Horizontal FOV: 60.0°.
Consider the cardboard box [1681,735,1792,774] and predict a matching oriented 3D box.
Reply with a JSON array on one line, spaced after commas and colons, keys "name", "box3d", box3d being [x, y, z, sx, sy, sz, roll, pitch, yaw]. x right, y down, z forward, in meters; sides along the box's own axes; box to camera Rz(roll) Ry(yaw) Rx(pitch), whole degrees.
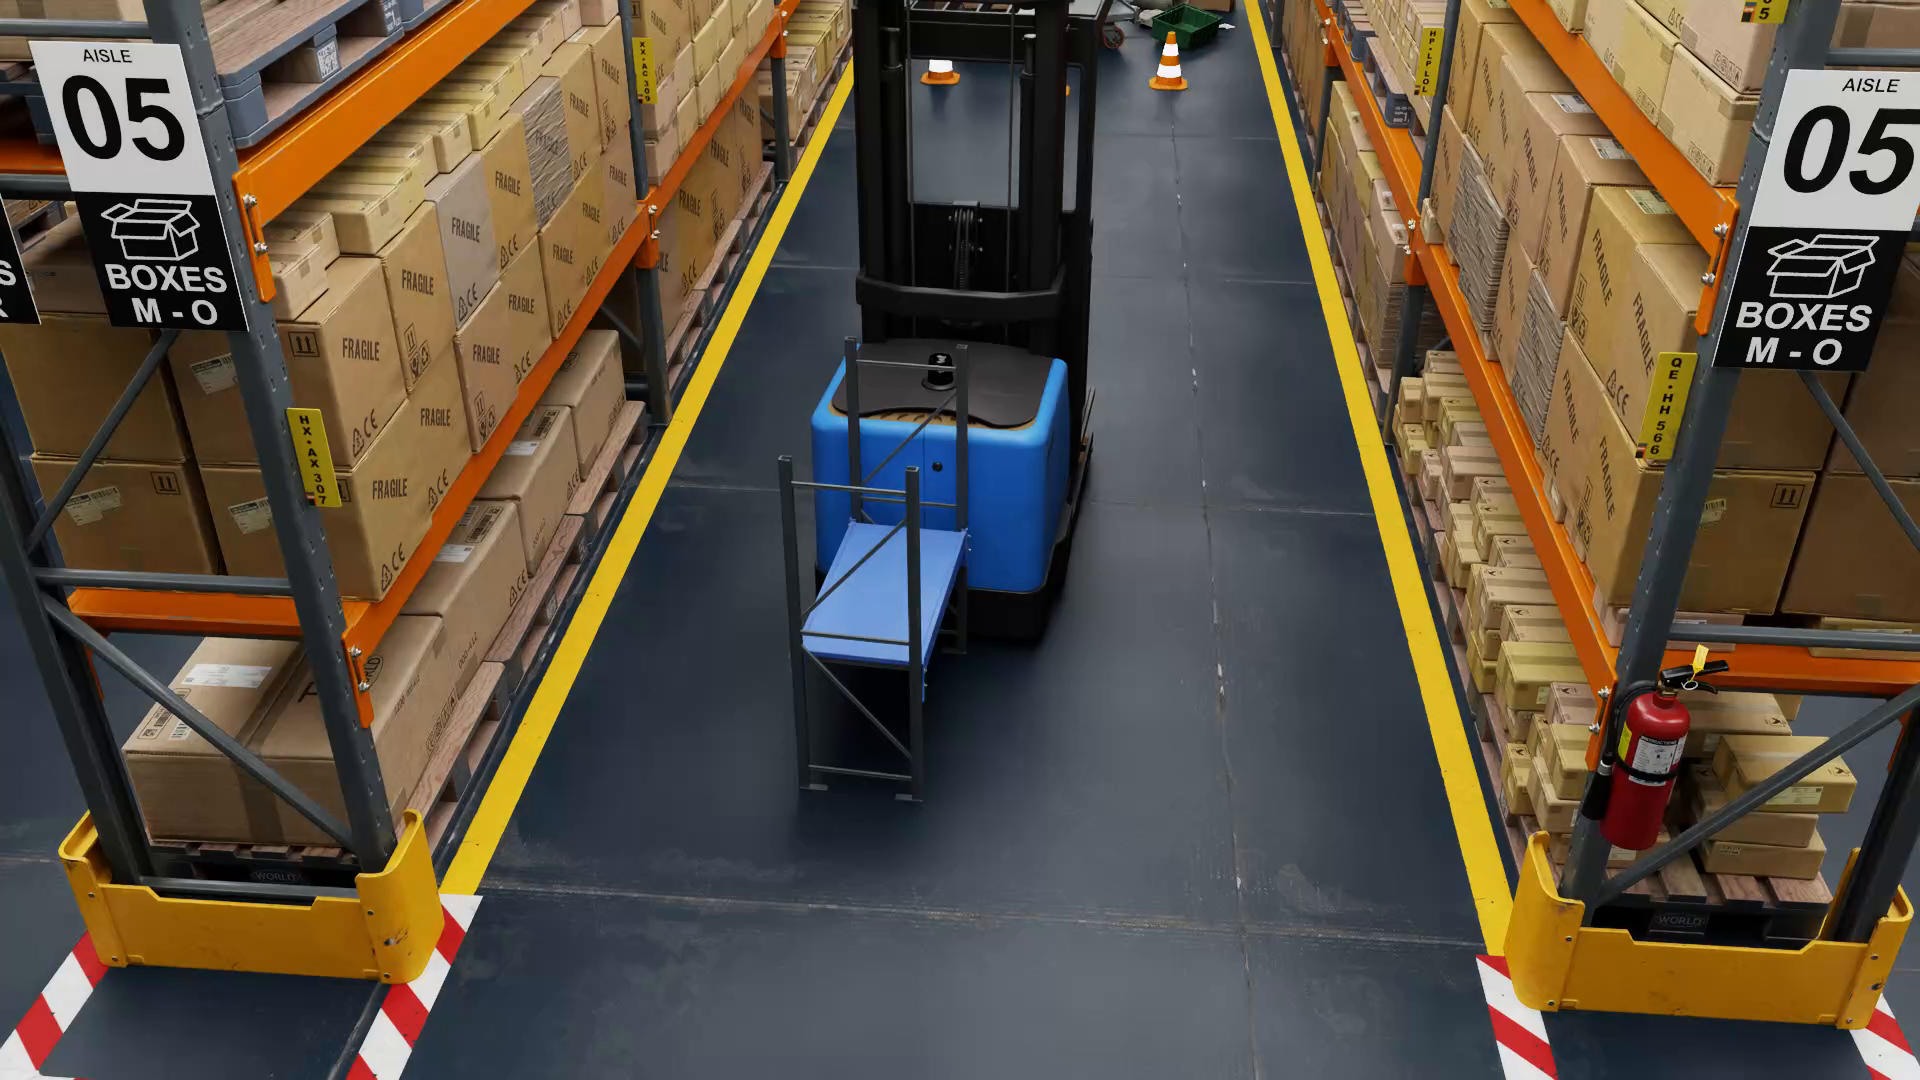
[{"name": "cardboard box", "box3d": [2.872, 0.799, 6.127, 0.380, 0.149, 0.250, 2, 32, 4]}]

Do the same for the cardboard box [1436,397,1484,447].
[{"name": "cardboard box", "box3d": [2.533, -0.568, 8.062, 0.380, 0.149, 0.250, 2, 32, 3]}]

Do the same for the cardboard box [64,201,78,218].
[{"name": "cardboard box", "box3d": [-2.683, -1.076, 5.471, 0.380, 0.149, 0.250, 2, 32, 4]}]

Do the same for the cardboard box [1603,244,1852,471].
[{"name": "cardboard box", "box3d": [2.285, -0.550, 4.951, 0.500, 0.500, 0.500, 2, 32, 3]}]

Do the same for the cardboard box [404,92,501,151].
[{"name": "cardboard box", "box3d": [-1.974, -1.591, 6.306, 0.380, 0.149, 0.250, 2, 32, 3]}]

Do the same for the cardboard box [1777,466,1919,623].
[{"name": "cardboard box", "box3d": [2.807, -0.097, 5.170, 0.500, 0.500, 0.500, 4, 32, 6]}]

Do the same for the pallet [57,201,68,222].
[{"name": "pallet", "box3d": [-6.841, -2.681, 12.399, 1.003, 0.211, 1.213, 2, 32, 4]}]

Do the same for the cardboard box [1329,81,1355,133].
[{"name": "cardboard box", "box3d": [2.849, -2.972, 11.481, 0.500, 0.250, 0.500, 1, 32, 2]}]

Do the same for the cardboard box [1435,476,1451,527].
[{"name": "cardboard box", "box3d": [2.510, -0.179, 7.998, 0.380, 0.149, 0.250, 2, 32, 3]}]

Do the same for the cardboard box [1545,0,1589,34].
[{"name": "cardboard box", "box3d": [2.380, -1.972, 5.875, 0.500, 0.250, 0.500, 4, 32, 6]}]

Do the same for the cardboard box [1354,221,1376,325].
[{"name": "cardboard box", "box3d": [2.672, -1.577, 9.933, 0.500, 0.500, 0.500, 2, 32, 3]}]

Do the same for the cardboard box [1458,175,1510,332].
[{"name": "cardboard box", "box3d": [2.419, -1.197, 6.954, 0.500, 0.500, 0.500, 2, 32, 3]}]

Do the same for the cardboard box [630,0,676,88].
[{"name": "cardboard box", "box3d": [-1.799, -2.641, 8.628, 0.500, 0.500, 0.500, 3, 32, 5]}]

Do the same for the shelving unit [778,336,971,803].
[{"name": "shelving unit", "box3d": [-0.304, 0.107, 6.647, 0.538, 1.500, 1.048, 5, 32, 8]}]

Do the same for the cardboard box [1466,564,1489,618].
[{"name": "cardboard box", "box3d": [2.363, 0.239, 7.037, 0.380, 0.149, 0.250, 4, 32, 6]}]

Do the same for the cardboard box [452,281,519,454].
[{"name": "cardboard box", "box3d": [-2.049, -0.676, 6.392, 0.500, 0.500, 0.500, 2, 32, 4]}]

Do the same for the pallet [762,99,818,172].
[{"name": "pallet", "box3d": [-1.730, -3.268, 13.352, 1.003, 0.211, 1.213, 2, 32, 4]}]

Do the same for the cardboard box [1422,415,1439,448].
[{"name": "cardboard box", "box3d": [2.541, -0.576, 8.360, 0.380, 0.149, 0.250, 3, 32, 4]}]

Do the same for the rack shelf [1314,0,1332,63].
[{"name": "rack shelf", "box3d": [3.309, -4.628, 13.586, 1.077, 0.370, 4.000, 2, 32, 4]}]

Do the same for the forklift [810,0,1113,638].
[{"name": "forklift", "box3d": [0.108, -1.570, 8.003, 1.130, 2.935, 3.031, 5, 32, 8]}]

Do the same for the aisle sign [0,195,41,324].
[{"name": "aisle sign", "box3d": [-2.761, -0.946, 4.448, 0.394, 0.787, 0.004, 2, 32, 4]}]

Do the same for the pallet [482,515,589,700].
[{"name": "pallet", "box3d": [-2.358, 0.266, 7.617, 1.003, 0.211, 1.213, 2, 32, 4]}]

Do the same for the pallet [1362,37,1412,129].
[{"name": "pallet", "box3d": [3.026, -2.770, 10.068, 1.003, 0.211, 1.213, 2, 32, 4]}]

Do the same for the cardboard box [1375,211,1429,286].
[{"name": "cardboard box", "box3d": [2.630, -1.631, 9.305, 0.500, 0.250, 0.500, 2, 32, 3]}]

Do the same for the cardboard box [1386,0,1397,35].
[{"name": "cardboard box", "box3d": [2.804, -3.169, 10.089, 0.380, 0.149, 0.250, 2, 32, 4]}]

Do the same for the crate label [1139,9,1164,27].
[{"name": "crate label", "box3d": [1.930, -5.179, 16.524, 0.298, 0.136, 0.250, -20, 37, -29]}]

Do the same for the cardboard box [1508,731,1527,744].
[{"name": "cardboard box", "box3d": [2.358, 0.772, 6.454, 0.380, 0.149, 0.250, 2, 32, 4]}]

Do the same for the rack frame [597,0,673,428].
[{"name": "rack frame", "box3d": [-2.121, -1.955, 8.564, 1.000, 3.000, 0.127, 2, 32, 4]}]

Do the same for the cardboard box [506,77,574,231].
[{"name": "cardboard box", "box3d": [-1.966, -1.633, 6.993, 0.500, 0.500, 0.500, 3, 32, 5]}]

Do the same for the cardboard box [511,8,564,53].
[{"name": "cardboard box", "box3d": [-1.989, -2.262, 7.394, 0.380, 0.149, 0.250, 2, 32, 4]}]

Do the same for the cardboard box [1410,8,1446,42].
[{"name": "cardboard box", "box3d": [2.748, -2.881, 9.338, 0.380, 0.149, 0.250, 1, 32, 2]}]

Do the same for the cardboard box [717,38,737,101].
[{"name": "cardboard box", "box3d": [-1.674, -2.909, 10.254, 0.500, 0.250, 0.500, 2, 32, 3]}]

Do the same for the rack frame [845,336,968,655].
[{"name": "rack frame", "box3d": [-0.217, -0.156, 7.073, 0.500, 1.500, 0.032, 5, 32, 8]}]

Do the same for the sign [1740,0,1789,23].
[{"name": "sign", "box3d": [1.944, -1.393, 3.948, 0.100, 0.325, 0.005, 2, 32, 4]}]

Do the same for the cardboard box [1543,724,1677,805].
[{"name": "cardboard box", "box3d": [2.286, 0.789, 5.861, 0.380, 0.149, 0.250, 3, 32, 5]}]

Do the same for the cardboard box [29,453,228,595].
[{"name": "cardboard box", "box3d": [-2.671, -0.170, 5.571, 0.500, 0.500, 0.500, 3, 32, 4]}]

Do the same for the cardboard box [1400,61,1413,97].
[{"name": "cardboard box", "box3d": [2.736, -2.627, 9.493, 0.380, 0.149, 0.250, 1, 32, 2]}]

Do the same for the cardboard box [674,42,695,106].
[{"name": "cardboard box", "box3d": [-1.790, -2.596, 9.270, 0.500, 0.250, 0.500, 3, 32, 5]}]

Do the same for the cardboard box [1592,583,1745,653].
[{"name": "cardboard box", "box3d": [2.240, 0.219, 5.274, 0.380, 0.149, 0.250, 2, 32, 4]}]

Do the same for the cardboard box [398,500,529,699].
[{"name": "cardboard box", "box3d": [-2.426, 0.220, 7.076, 0.875, 0.438, 0.875, 3, 32, 5]}]

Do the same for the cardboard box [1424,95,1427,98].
[{"name": "cardboard box", "box3d": [2.700, -2.479, 8.969, 0.380, 0.149, 0.250, 4, 32, 6]}]

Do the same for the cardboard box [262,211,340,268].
[{"name": "cardboard box", "box3d": [-2.191, -0.922, 5.220, 0.380, 0.149, 0.250, 3, 32, 5]}]

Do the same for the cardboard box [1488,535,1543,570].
[{"name": "cardboard box", "box3d": [2.441, 0.111, 6.961, 0.380, 0.149, 0.250, 1, 32, 2]}]

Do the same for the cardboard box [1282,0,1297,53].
[{"name": "cardboard box", "box3d": [3.511, -4.872, 15.041, 1.050, 0.750, 0.750, 2, 32, 4]}]

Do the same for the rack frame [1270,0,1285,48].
[{"name": "rack frame", "box3d": [3.472, -5.980, 15.094, 1.000, 3.000, 0.127, 2, 32, 4]}]

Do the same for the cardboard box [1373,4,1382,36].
[{"name": "cardboard box", "box3d": [2.845, -3.312, 10.605, 0.380, 0.149, 0.250, 4, 32, 6]}]

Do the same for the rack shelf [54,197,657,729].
[{"name": "rack shelf", "box3d": [-2.284, -0.603, 7.055, 1.077, 0.370, 4.000, 2, 32, 4]}]

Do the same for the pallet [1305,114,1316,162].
[{"name": "pallet", "box3d": [3.286, -3.110, 13.095, 1.003, 0.211, 1.213, 2, 32, 4]}]

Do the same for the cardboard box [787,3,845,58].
[{"name": "cardboard box", "box3d": [-1.565, -4.548, 14.875, 0.950, 0.372, 0.625, 4, 32, 7]}]

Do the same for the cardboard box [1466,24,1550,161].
[{"name": "cardboard box", "box3d": [2.514, -1.894, 7.133, 0.500, 0.500, 0.500, 2, 32, 2]}]

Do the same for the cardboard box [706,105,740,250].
[{"name": "cardboard box", "box3d": [-2.011, -2.497, 11.068, 0.875, 0.875, 0.875, 3, 32, 5]}]
